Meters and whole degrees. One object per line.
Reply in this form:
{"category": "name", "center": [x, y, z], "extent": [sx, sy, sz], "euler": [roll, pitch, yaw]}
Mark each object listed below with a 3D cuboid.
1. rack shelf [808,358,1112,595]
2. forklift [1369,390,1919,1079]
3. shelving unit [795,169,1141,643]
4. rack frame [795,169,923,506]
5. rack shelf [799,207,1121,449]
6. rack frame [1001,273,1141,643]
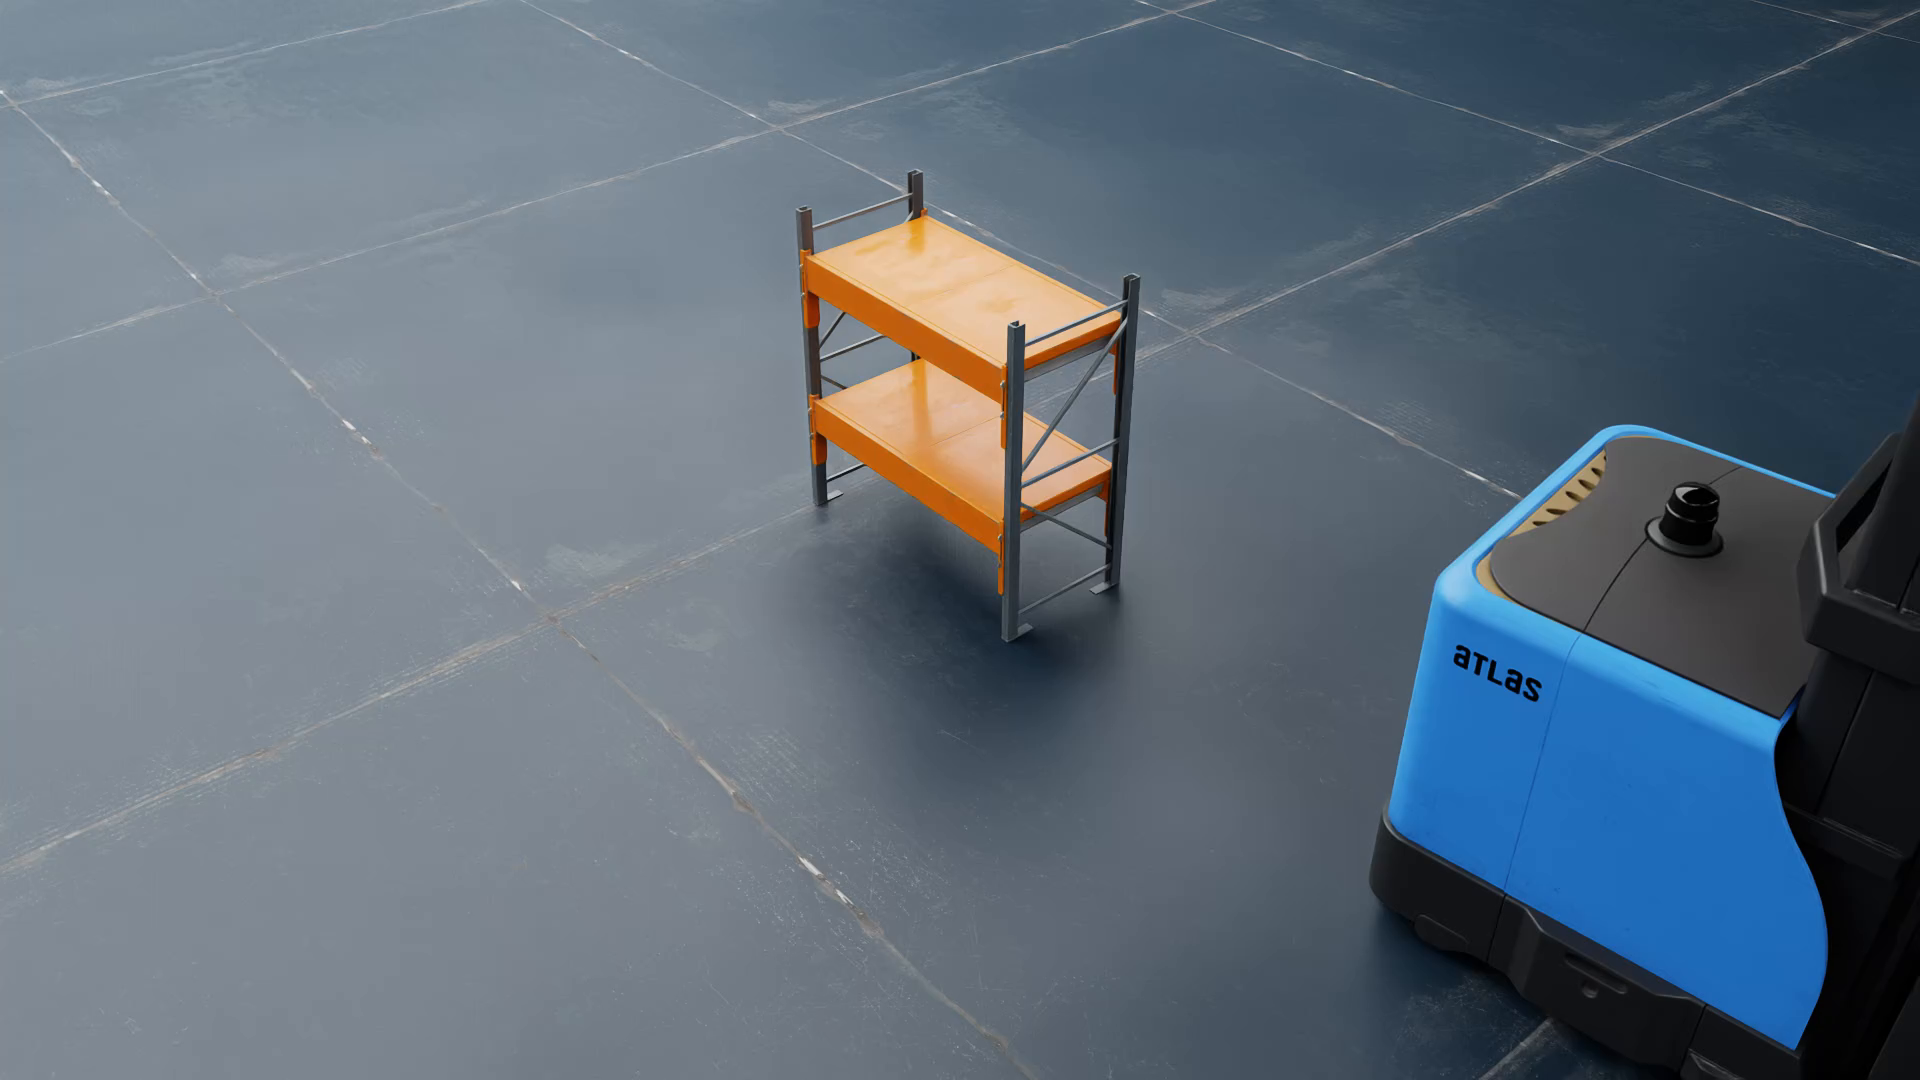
{"category": "rack shelf", "center": [0.004, -0.257, 5.562], "extent": [0.538, 0.278, 1.000], "euler": [-26, 43, -32]}
{"category": "forklift", "center": [2.503, 0.132, 3.028], "extent": [3.031, 2.935, 1.130], "euler": [28, 44, 33]}
{"category": "shelving unit", "center": [0.004, -0.456, 5.421], "extent": [0.538, 1.125, 1.048], "euler": [-26, 43, -32]}
{"category": "rack frame", "center": [-0.324, -0.680, 5.738], "extent": [0.500, 1.125, 0.032], "euler": [-26, 43, -32]}
{"category": "rack shelf", "center": [0.004, -0.695, 5.252], "extent": [0.538, 0.278, 1.000], "euler": [-26, 43, -32]}
{"category": "rack frame", "center": [0.332, -0.232, 5.104], "extent": [0.500, 1.125, 0.032], "euler": [-26, 43, -32]}
